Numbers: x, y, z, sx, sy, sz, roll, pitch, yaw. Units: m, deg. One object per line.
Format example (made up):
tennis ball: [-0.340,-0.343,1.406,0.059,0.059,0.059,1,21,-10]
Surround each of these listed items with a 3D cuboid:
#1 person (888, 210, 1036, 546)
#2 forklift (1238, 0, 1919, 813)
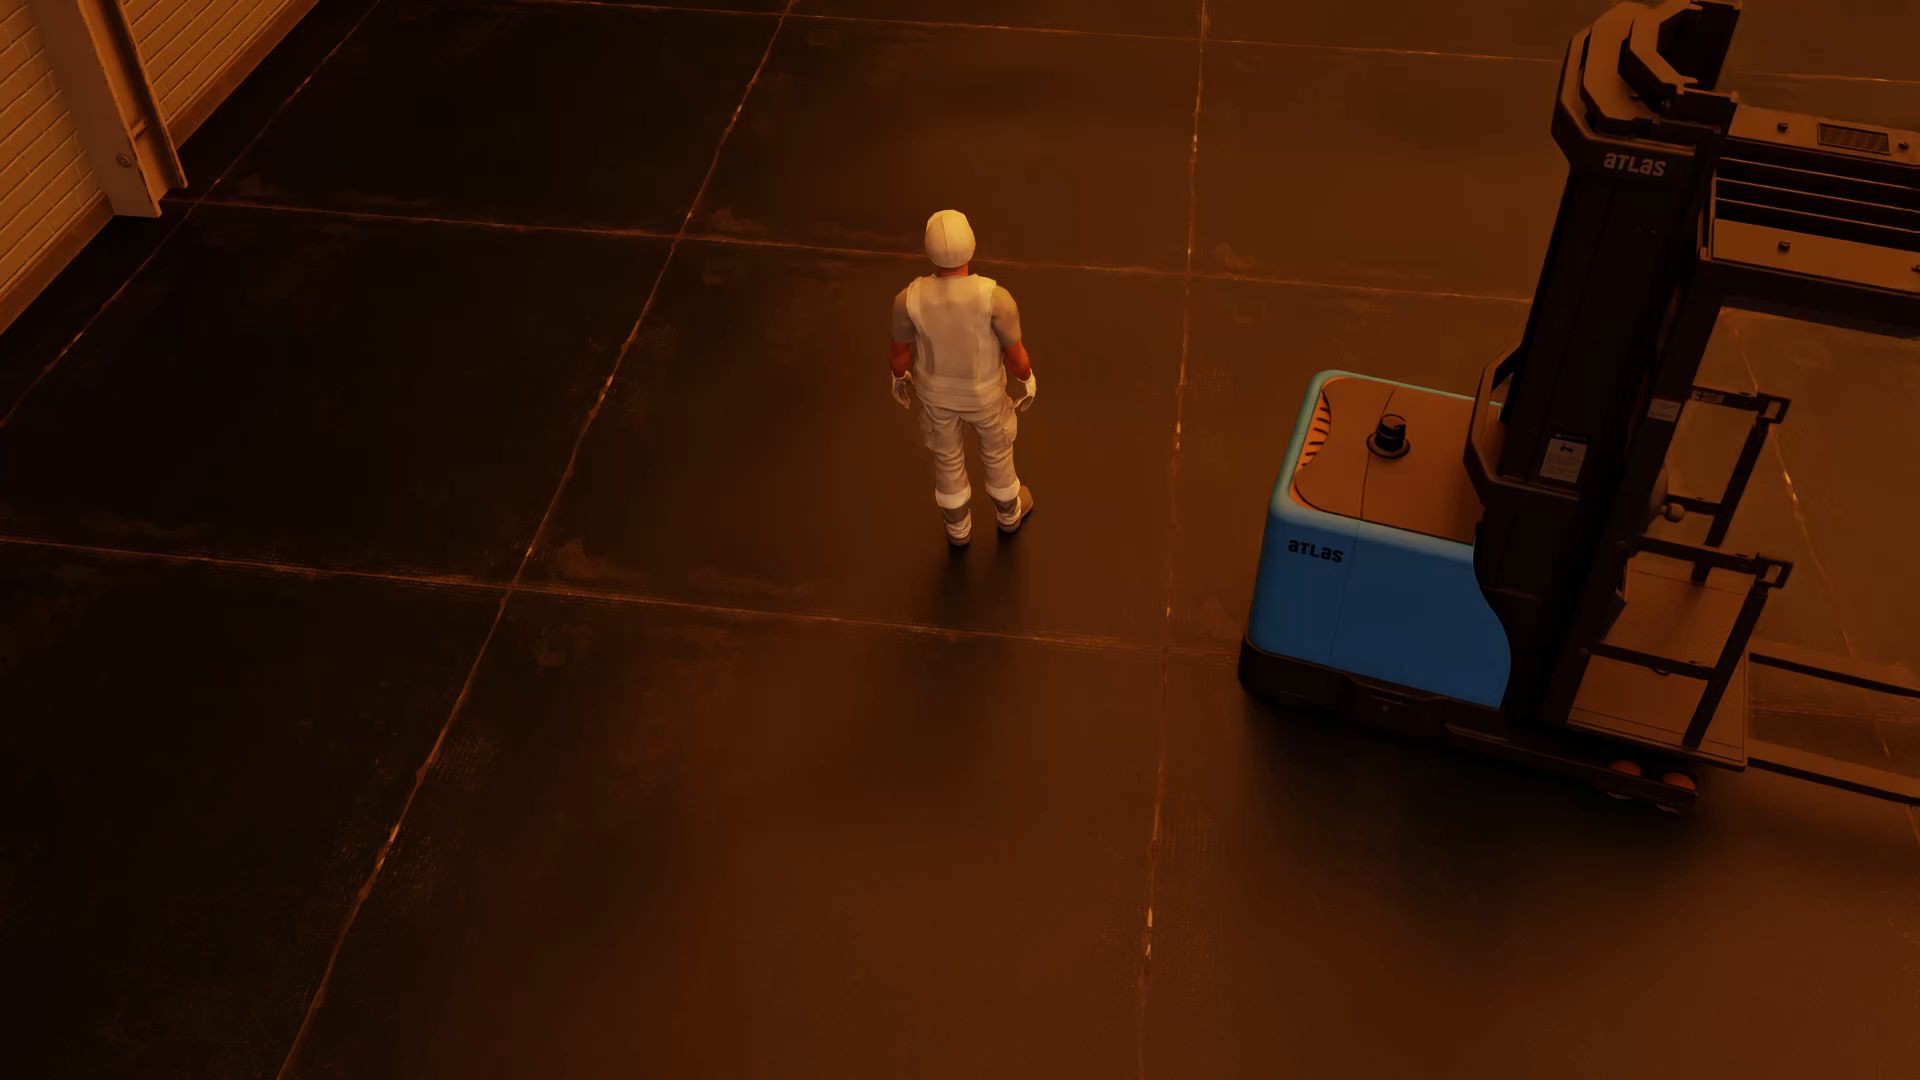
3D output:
person: [0.023,-0.718,7.338,0.637,1.790,0.562,5,43,6]
forklift: [2.769,-0.392,6.151,3.031,2.935,1.130,14,44,14]
